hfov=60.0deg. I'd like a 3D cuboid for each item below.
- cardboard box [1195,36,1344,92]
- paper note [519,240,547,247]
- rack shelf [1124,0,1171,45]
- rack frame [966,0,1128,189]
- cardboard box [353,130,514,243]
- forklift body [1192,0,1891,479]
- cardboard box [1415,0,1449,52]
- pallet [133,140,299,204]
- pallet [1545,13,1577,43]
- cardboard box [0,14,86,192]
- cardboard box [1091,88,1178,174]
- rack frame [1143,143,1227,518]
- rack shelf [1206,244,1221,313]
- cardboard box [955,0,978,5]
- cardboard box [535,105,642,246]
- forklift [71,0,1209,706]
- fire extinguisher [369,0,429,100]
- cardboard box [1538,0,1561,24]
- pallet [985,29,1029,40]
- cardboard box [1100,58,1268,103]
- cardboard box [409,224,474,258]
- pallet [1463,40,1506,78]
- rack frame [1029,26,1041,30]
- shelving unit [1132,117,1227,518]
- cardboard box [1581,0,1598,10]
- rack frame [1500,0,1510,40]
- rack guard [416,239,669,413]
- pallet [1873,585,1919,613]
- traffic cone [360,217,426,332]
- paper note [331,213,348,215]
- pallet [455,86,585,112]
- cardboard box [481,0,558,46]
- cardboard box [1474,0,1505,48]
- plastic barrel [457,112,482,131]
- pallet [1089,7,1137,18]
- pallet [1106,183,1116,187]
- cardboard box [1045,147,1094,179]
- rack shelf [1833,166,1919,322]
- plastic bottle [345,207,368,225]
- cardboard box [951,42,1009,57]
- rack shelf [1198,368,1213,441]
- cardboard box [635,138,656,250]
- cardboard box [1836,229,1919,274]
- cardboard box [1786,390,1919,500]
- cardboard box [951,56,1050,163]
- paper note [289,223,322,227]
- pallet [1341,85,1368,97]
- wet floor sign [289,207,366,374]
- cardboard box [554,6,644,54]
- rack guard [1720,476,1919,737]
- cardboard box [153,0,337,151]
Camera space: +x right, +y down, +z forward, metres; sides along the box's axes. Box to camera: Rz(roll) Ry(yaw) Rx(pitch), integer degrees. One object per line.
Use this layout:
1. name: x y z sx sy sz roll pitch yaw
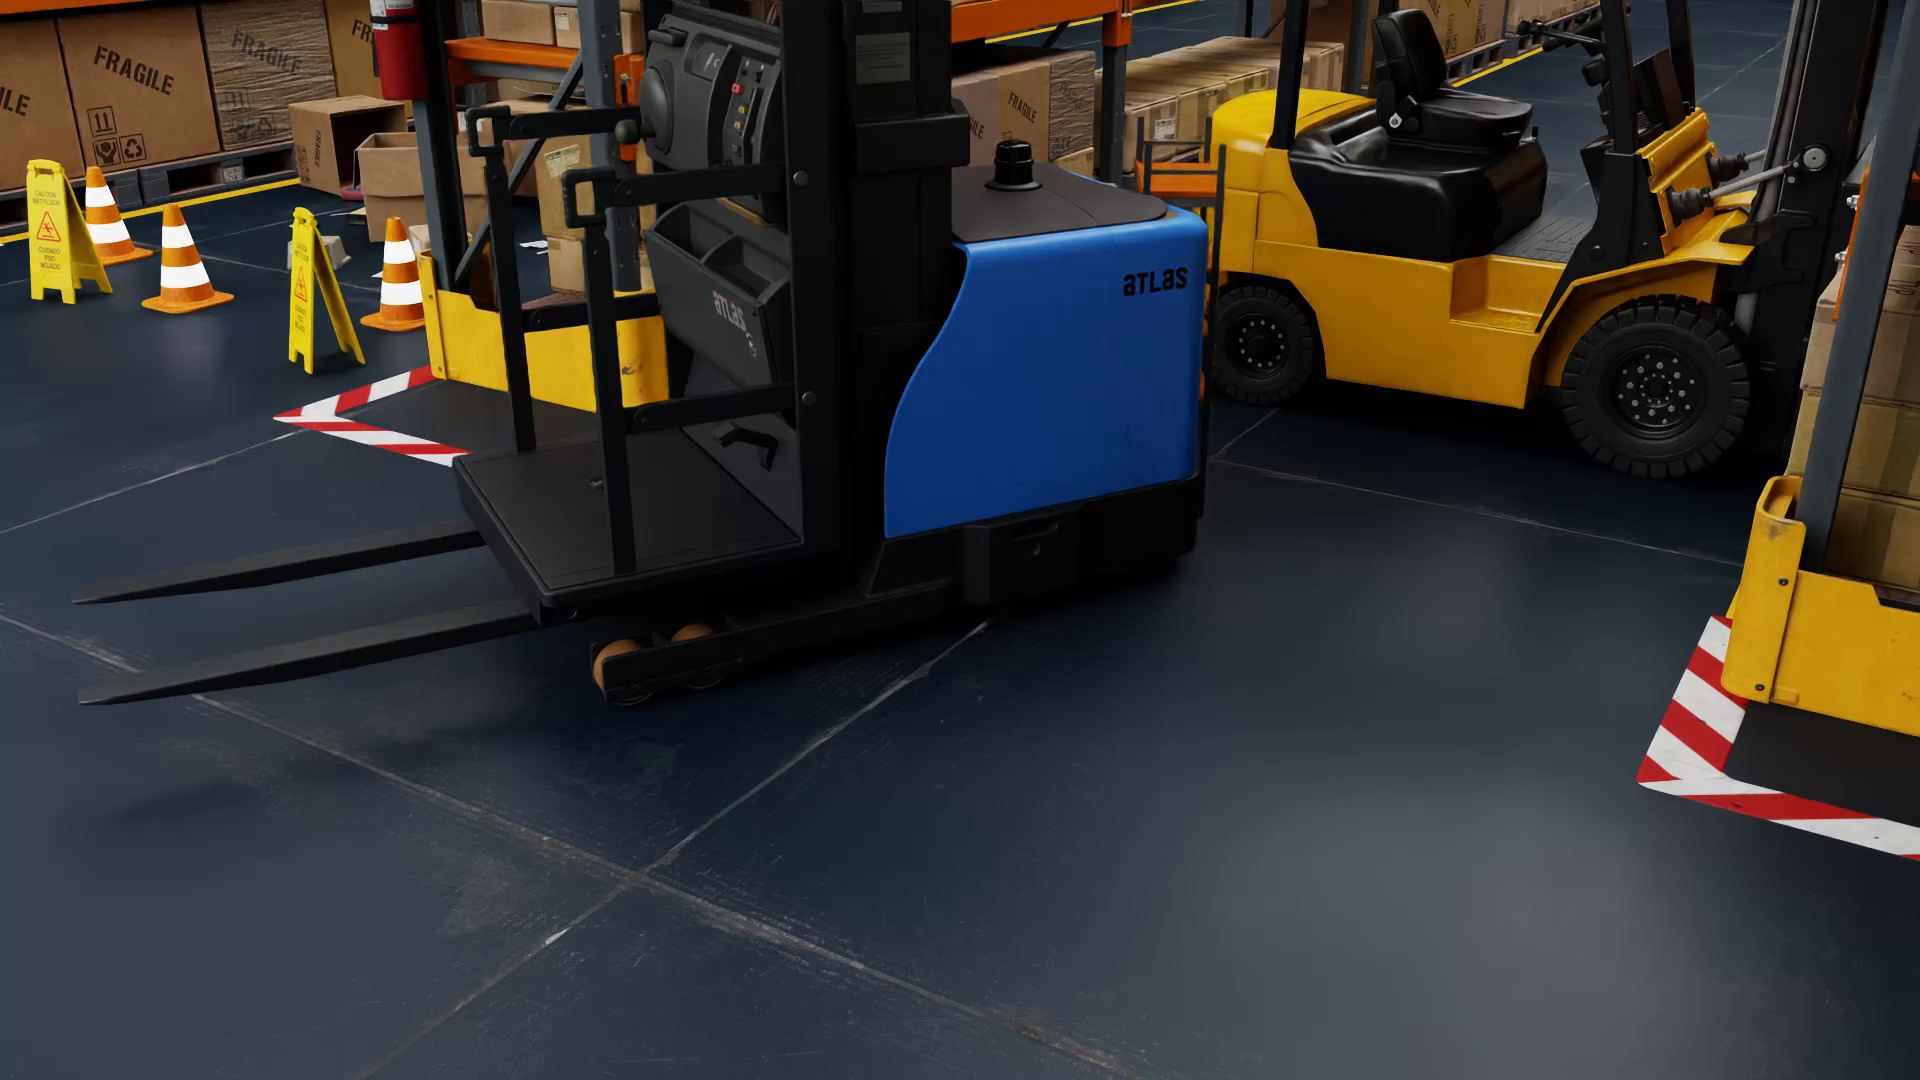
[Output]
1. cardboard box: 2.268 -3.462 12.252 0.950 0.372 0.625 12 26 25
2. paper note: -2.262 -1.588 8.894 0.142 0.019 0.148 -17 29 -35
3. rack shelf: 1.520 -3.659 10.832 1.077 0.370 4.000 14 27 29
4. rack frame: 0.465 -3.314 9.130 1.000 3.000 0.127 14 27 29
5. cardboard box: -2.870 -1.942 9.102 0.797 0.503 0.637 -3 24 -7
6. forklift body: 2.024 -1.558 6.142 2.313 2.155 1.214 14 27 29
7. cardboard box: 3.484 -4.398 13.779 0.875 0.875 0.875 14 27 30
8. pallet: -4.904 -2.384 10.491 1.003 0.211 1.213 14 27 29
9. pallet: 5.795 -5.388 17.431 1.003 0.211 1.213 14 27 29
10. cardboard box: -5.602 -2.428 9.228 0.875 0.875 0.875 14 27 29
11. cardboard box: 0.739 -2.479 9.979 0.950 0.372 0.625 14 27 30
12. rack frame: 0.673 -0.629 5.193 0.240 1.200 0.015 1 23 3
13. rack shelf: 0.686 -0.869 5.354 0.258 0.148 0.480 1 23 3
14. cardboard box: -0.139 -2.603 7.803 0.380 0.149 0.250 13 27 28
15. cardboard box: -1.444 -1.564 7.076 0.500 0.500 0.500 14 27 29
16. forklift: -0.835 -1.159 4.239 3.031 2.935 1.130 -12 26 -25
17. fire extinguisher: -2.097 -1.987 6.161 0.296 0.674 0.183 14 27 29
18. cardboard box: 5.579 -5.523 16.929 0.875 0.438 0.875 13 27 27
19. pallet: 0.017 -5.475 17.631 1.003 0.211 1.213 14 27 29
20. cardboard box: 1.481 -2.957 11.084 0.950 0.372 0.625 15 28 31
21. cardboard box: -2.670 -1.521 8.577 0.250 0.149 0.380 -12 26 -26
22. pallet: 4.342 -4.458 15.283 1.003 0.211 1.213 14 27 29
23. rack frame: 0.426 -7.018 17.685 1.000 3.000 0.127 14 27 29
24. shelving unit: 0.686 -0.726 5.417 0.258 1.200 0.503 1 23 3
25. cardboard box: 6.531 -6.138 18.348 0.875 0.438 0.875 13 27 27
26. rack frame: 4.685 -6.014 15.367 1.000 3.000 0.127 14 27 29
27. rack guard: -1.605 -0.843 6.567 1.175 0.500 0.348 14 27 29
28. pallet: 2.941 0.087 4.782 1.003 0.211 1.213 14 27 29
29. traffic cone: -2.514 -1.215 7.475 0.336 0.463 0.334 14 27 29
30. paper note: -3.556 -1.877 9.574 0.123 0.001 0.032 -12 26 -26
31. pallet: -3.451 -3.314 12.639 1.003 0.211 1.213 14 27 29
32. cardboard box: -1.630 -2.020 6.456 0.380 0.149 0.250 15 28 31
33. cardboard box: 4.426 -5.006 15.184 0.875 0.875 0.875 15 27 31
34. plastic barrel: -3.089 -2.431 10.332 0.421 0.421 0.512 -7 24 -17
35. pallet: 1.393 -6.385 19.734 1.003 0.211 1.213 14 27 29
36. pallet: 0.140 -1.800 9.143 1.003 0.211 1.213 14 27 29
37. cardboard box: 0.381 -1.989 9.002 0.500 0.250 0.500 15 28 31
38. rack shelf: 3.629 -1.270 5.314 1.077 0.370 4.000 14 27 29
39. plastic bottle: -3.355 -1.848 9.442 0.133 0.061 0.283 5 24 11
40. cardboard box: -0.076 -2.447 9.115 0.500 0.500 0.500 15 28 31
41. rack shelf: 0.686 -0.482 5.522 0.258 0.148 0.480 1 23 3
42. cardboard box: -0.973 -1.462 6.839 0.500 0.500 0.500 13 27 27
43. cardboard box: 2.816 -0.709 4.787 0.500 0.250 0.500 14 27 30
44. cardboard box: 2.565 -0.315 4.506 0.500 0.250 0.500 13 27 28
45. cardboard box: 0.114 -2.161 8.455 0.500 0.500 0.500 14 27 30
46. paper note: -3.656 -1.763 9.287 0.142 0.017 0.144 -17 29 -35
47. pallet: 3.055 -3.635 13.381 1.003 0.211 1.213 14 27 29
48. wet floor sign: -2.655 -1.044 6.849 0.232 0.644 0.267 -17 29 -35
49. cardboard box: -1.290 -1.920 6.226 0.380 0.149 0.250 14 27 29
50. rack guard: 2.561 0.230 4.089 1.175 0.500 0.348 14 27 29
51. cardboard box: -4.657 -3.032 10.625 0.875 0.875 0.875 14 27 29
